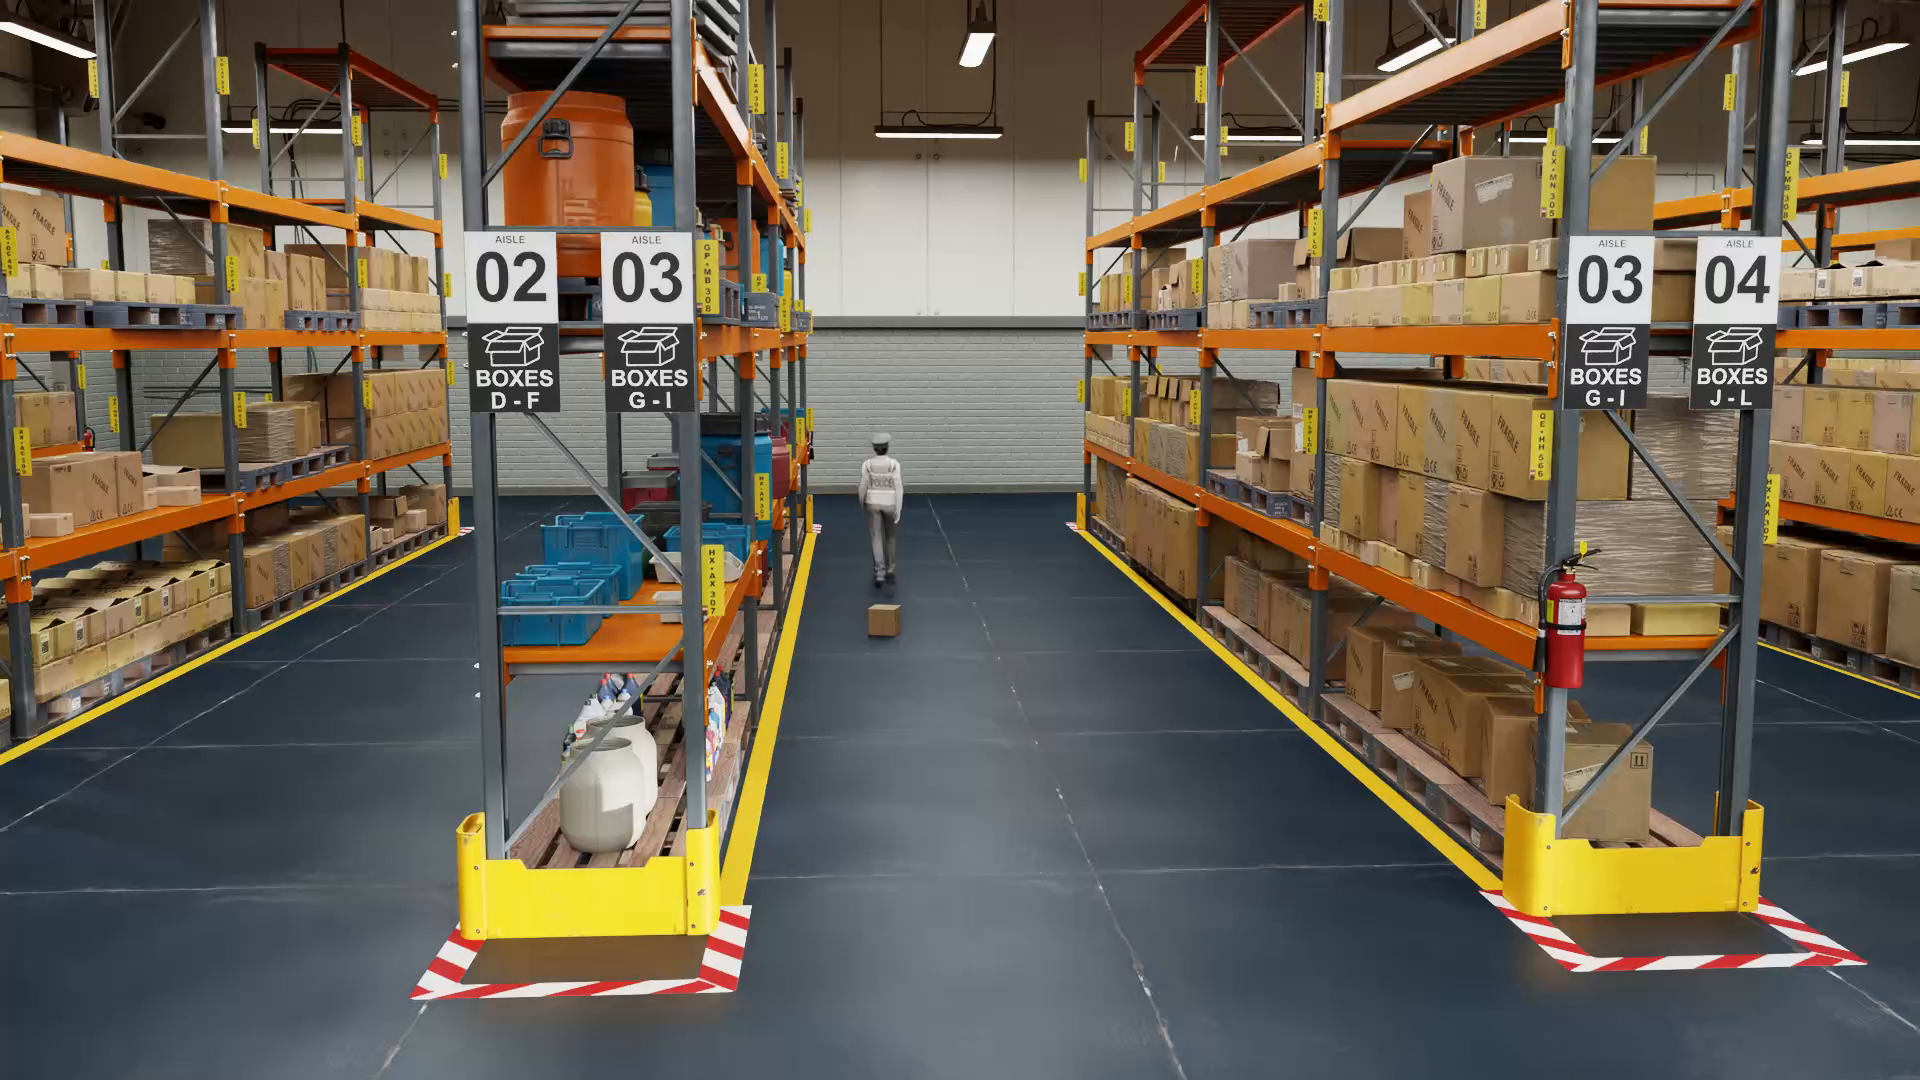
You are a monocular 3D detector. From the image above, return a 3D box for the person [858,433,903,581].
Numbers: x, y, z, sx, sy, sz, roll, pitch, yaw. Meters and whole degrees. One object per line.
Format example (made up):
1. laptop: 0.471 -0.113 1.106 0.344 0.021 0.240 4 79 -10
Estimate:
1. person: -0.891 -0.389 18.696 0.498 1.637 0.967 0 7 -4
